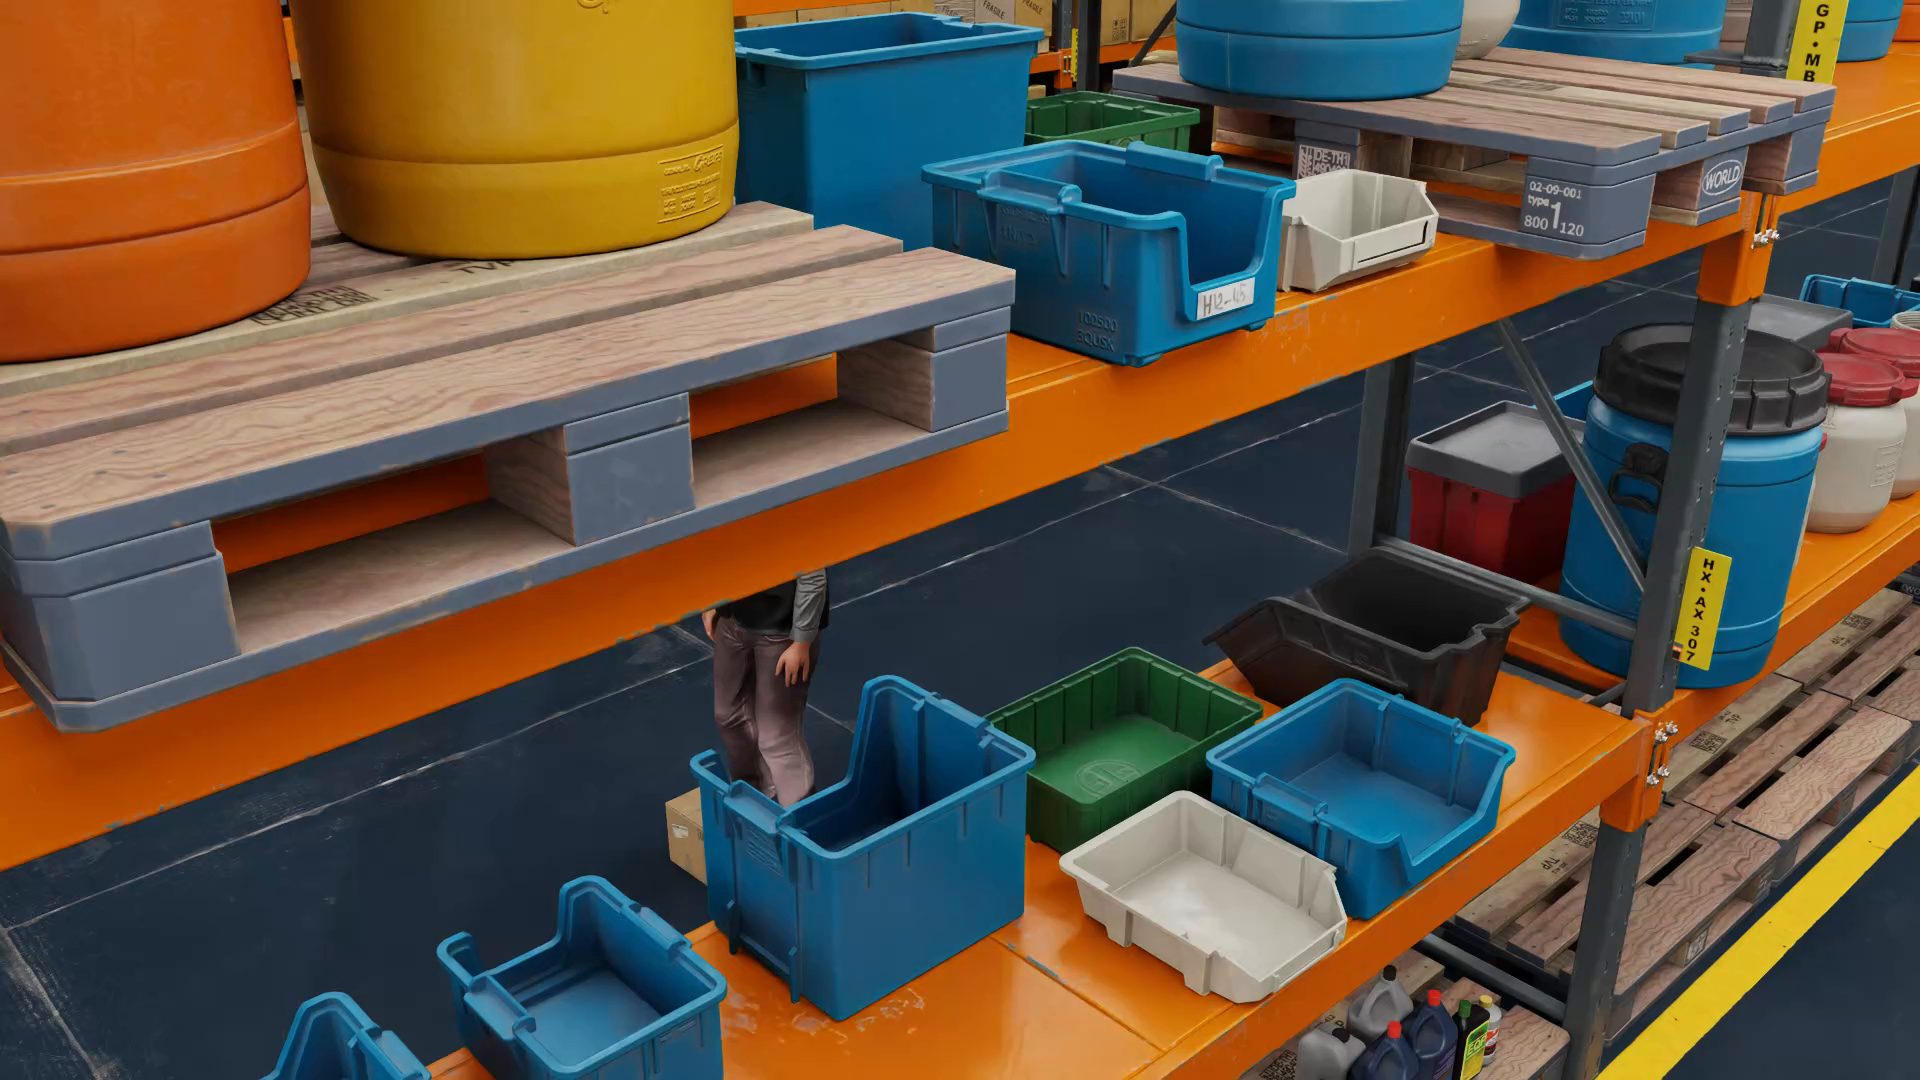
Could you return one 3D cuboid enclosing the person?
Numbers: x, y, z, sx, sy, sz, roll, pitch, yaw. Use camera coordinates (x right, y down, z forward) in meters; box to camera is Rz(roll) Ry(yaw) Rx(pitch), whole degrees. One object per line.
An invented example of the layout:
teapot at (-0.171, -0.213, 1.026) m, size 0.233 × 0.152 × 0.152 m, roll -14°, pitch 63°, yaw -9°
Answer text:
person at (-0.692, 0.309, 5.945) m, size 0.420 × 1.720 × 0.579 m, roll -22°, pitch 32°, yaw -40°
